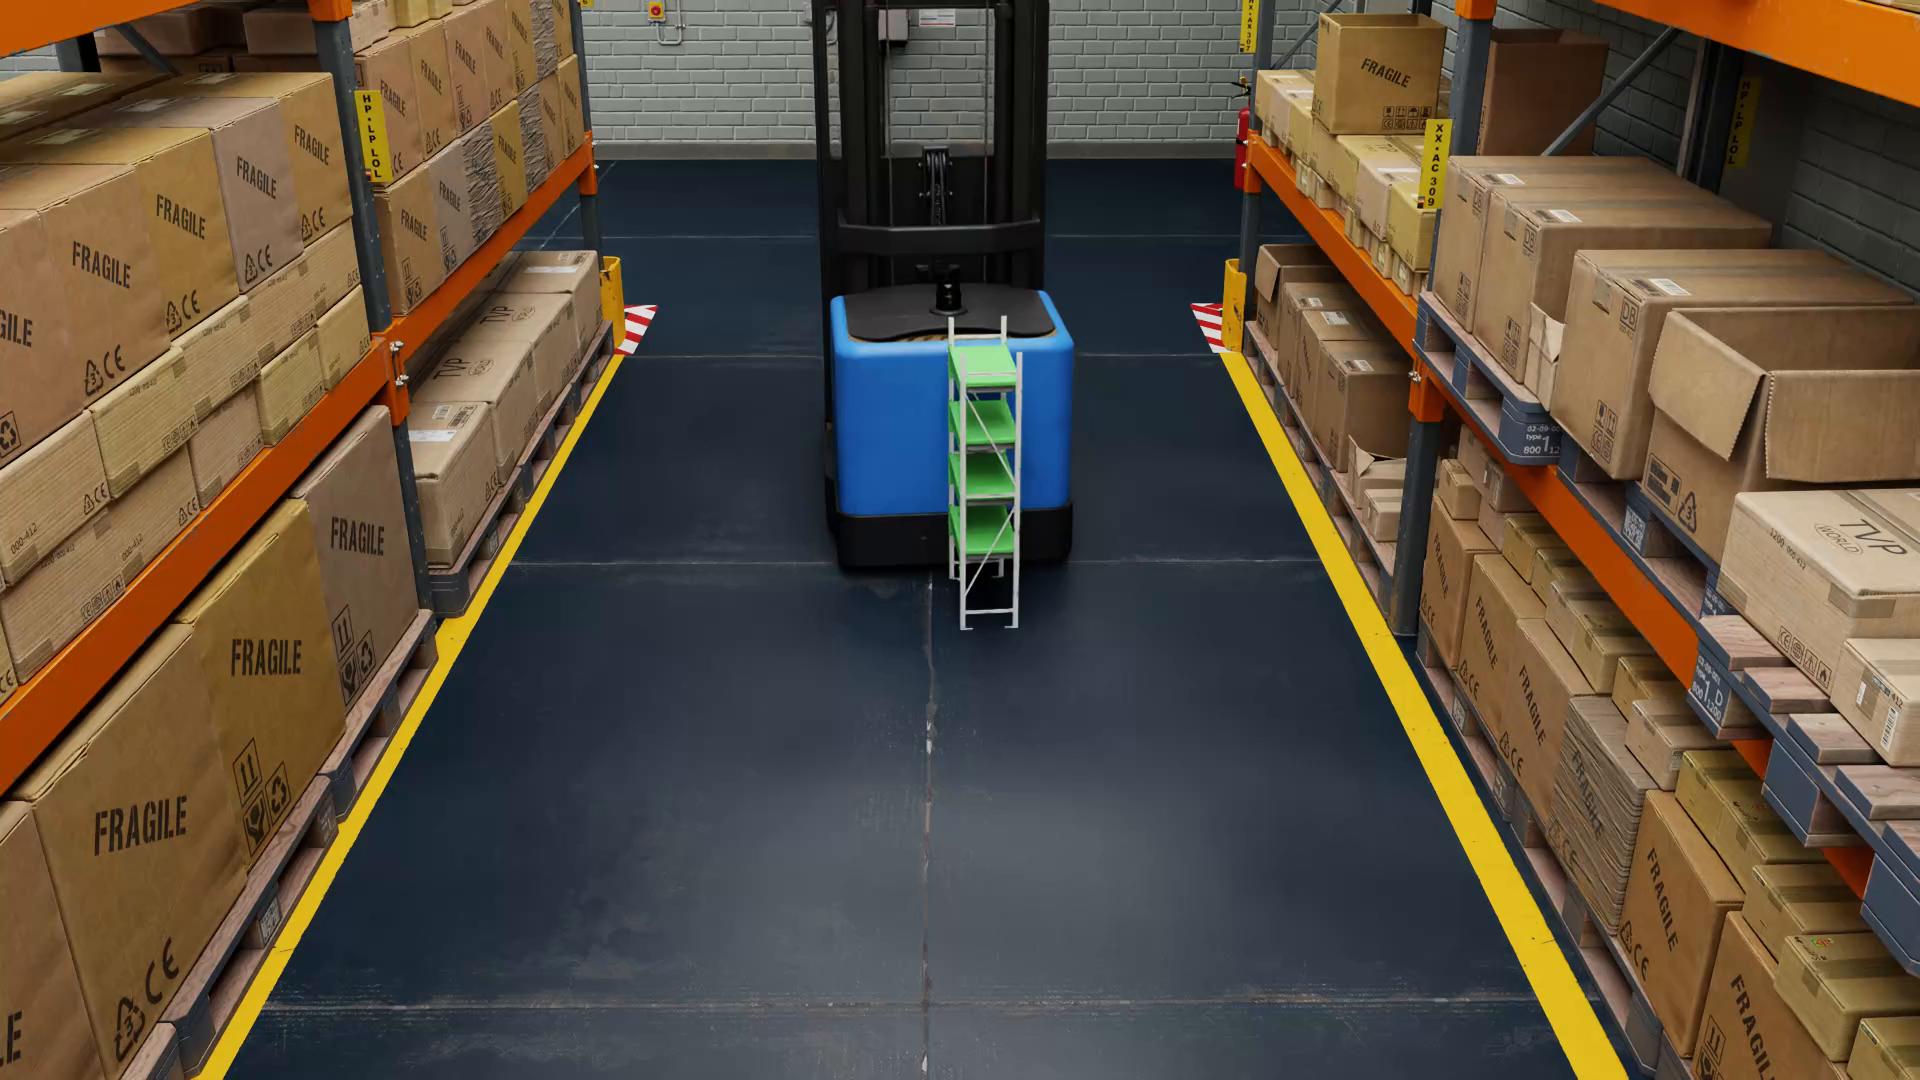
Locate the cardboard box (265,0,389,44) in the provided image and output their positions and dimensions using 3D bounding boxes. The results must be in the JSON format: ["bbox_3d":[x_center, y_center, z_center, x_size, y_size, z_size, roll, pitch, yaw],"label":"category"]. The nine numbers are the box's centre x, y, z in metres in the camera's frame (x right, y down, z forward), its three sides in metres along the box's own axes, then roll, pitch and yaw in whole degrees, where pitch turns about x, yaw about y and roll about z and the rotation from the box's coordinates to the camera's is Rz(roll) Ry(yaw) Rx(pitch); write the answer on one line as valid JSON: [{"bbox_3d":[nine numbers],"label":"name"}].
[{"bbox_3d":[-2.437,-2.000,6.410,0.380,0.149,0.250,0,24,0],"label":"cardboard box"}]

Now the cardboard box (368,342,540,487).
[{"bbox_3d":[-2.585,-0.618,8.077,0.875,0.438,0.875,-1,24,-2],"label":"cardboard box"}]

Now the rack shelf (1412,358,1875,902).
[{"bbox_3d":[2.311,0.162,4.625,1.077,0.370,4.000,0,24,-1],"label":"rack shelf"}]

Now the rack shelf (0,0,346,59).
[{"bbox_3d":[-2.653,-1.181,3.954,1.077,0.370,4.000,0,24,-1],"label":"rack shelf"}]

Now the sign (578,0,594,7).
[{"bbox_3d":[-2.175,-3.247,9.596,0.100,0.325,0.005,0,24,-1],"label":"sign"}]

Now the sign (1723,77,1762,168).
[{"bbox_3d":[2.844,-1.522,6.069,0.100,0.325,0.005,0,24,-1],"label":"sign"}]

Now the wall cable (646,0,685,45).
[{"bbox_3d":[-2.803,-5.415,14.812,0.585,1.953,0.123,0,24,-1],"label":"wall cable"}]

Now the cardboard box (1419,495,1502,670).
[{"bbox_3d":[2.069,0.158,6.285,0.500,0.500,0.500,1,24,2],"label":"cardboard box"}]

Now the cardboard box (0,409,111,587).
[{"bbox_3d":[-2.387,-0.106,3.919,0.500,0.250,0.500,0,24,-1],"label":"cardboard box"}]

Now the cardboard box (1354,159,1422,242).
[{"bbox_3d":[2.019,-1.472,7.187,0.500,0.250,0.500,0,24,0],"label":"cardboard box"}]

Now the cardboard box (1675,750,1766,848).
[{"bbox_3d":[2.120,0.675,4.354,0.380,0.149,0.250,-1,24,-1],"label":"cardboard box"}]

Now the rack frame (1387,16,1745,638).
[{"bbox_3d":[2.289,-0.990,6.299,1.000,3.000,0.127,0,24,-1],"label":"rack frame"}]

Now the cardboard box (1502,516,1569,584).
[{"bbox_3d":[2.121,0.030,5.779,0.380,0.149,0.250,-1,24,-3],"label":"cardboard box"}]

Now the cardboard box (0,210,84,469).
[{"bbox_3d":[-2.397,-0.441,3.751,0.500,0.500,0.500,0,24,1],"label":"cardboard box"}]

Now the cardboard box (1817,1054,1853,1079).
[{"bbox_3d":[2.113,1.432,3.467,0.500,0.500,0.500,0,24,1],"label":"cardboard box"}]

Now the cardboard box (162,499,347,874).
[{"bbox_3d":[-2.570,0.438,5.211,0.875,0.875,0.875,0,24,1],"label":"cardboard box"}]

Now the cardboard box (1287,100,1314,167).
[{"bbox_3d":[1.995,-2.101,8.576,0.500,0.250,0.500,-1,24,-2],"label":"cardboard box"}]

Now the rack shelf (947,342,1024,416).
[{"bbox_3d":[0.097,-0.655,6.732,0.258,0.148,0.480,-2,24,-5],"label":"rack shelf"}]

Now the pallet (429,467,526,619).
[{"bbox_3d":[-2.605,-0.009,7.515,1.003,0.211,1.213,0,24,-1],"label":"pallet"}]

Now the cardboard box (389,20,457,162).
[{"bbox_3d":[-2.437,-1.873,6.916,0.500,0.500,0.500,-1,24,-1],"label":"cardboard box"}]

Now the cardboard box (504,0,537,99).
[{"bbox_3d":[-2.438,-2.499,8.301,0.500,0.500,0.500,0,24,-1],"label":"cardboard box"}]

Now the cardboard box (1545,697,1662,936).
[{"bbox_3d":[2.085,0.797,4.872,0.500,0.500,0.500,-1,24,-2],"label":"cardboard box"}]

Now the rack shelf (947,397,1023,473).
[{"bbox_3d":[0.097,-0.436,6.831,0.258,0.148,0.480,-2,24,-5],"label":"rack shelf"}]

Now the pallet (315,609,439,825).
[{"bbox_3d":[-2.591,0.622,6.119,1.003,0.211,1.213,0,24,-1],"label":"pallet"}]

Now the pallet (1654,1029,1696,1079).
[{"bbox_3d":[2.362,1.621,3.910,1.003,0.211,1.213,0,24,-1],"label":"pallet"}]

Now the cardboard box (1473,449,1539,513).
[{"bbox_3d":[2.077,-0.218,5.967,0.380,0.149,0.250,-1,24,-3],"label":"cardboard box"}]

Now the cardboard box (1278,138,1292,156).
[{"bbox_3d":[2.023,-2.283,9.462,0.380,0.149,0.250,0,24,1],"label":"cardboard box"}]

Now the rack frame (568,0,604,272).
[{"bbox_3d":[-2.718,-2.615,9.891,1.000,3.000,0.127,0,24,-1],"label":"rack frame"}]

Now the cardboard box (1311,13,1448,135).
[{"bbox_3d":[1.997,-2.241,7.976,0.500,0.500,0.500,0,24,1],"label":"cardboard box"}]

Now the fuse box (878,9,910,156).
[{"bbox_3d":[-0.701,-4.300,15.181,0.539,1.711,0.414,0,24,-1],"label":"fuse box"}]

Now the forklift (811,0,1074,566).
[{"bbox_3d":[-0.160,-1.791,8.153,1.130,2.935,3.031,-2,24,-5],"label":"forklift"}]

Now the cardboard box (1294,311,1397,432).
[{"bbox_3d":[2.033,-0.868,8.552,0.500,0.500,0.500,0,24,0],"label":"cardboard box"}]

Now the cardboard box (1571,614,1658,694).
[{"bbox_3d":[2.104,0.349,5.076,0.380,0.149,0.250,1,24,1],"label":"cardboard box"}]

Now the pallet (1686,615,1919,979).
[{"bbox_3d":[2.255,0.467,3.311,1.213,0.211,1.003,0,24,-1],"label":"pallet"}]

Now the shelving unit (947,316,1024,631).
[{"bbox_3d":[0.097,-0.275,6.903,0.258,1.200,0.503,-2,24,-5],"label":"shelving unit"}]

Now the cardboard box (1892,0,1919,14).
[{"bbox_3d":[2.078,-1.058,2.991,0.500,0.250,0.500,0,24,0],"label":"cardboard box"}]

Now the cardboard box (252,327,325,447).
[{"bbox_3d":[-2.413,-0.504,5.407,0.500,0.250,0.500,-1,24,-1],"label":"cardboard box"}]

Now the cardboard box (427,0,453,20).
[{"bbox_3d":[-2.398,-2.317,7.112,0.380,0.149,0.250,-1,24,-2],"label":"cardboard box"}]

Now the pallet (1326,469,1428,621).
[{"bbox_3d":[2.282,-0.002,7.500,1.003,0.211,1.213,0,24,-1],"label":"pallet"}]

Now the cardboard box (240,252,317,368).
[{"bbox_3d":[-2.414,-0.739,5.320,0.500,0.250,0.500,0,24,1],"label":"cardboard box"}]

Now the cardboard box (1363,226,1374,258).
[{"bbox_3d":[2.005,-1.328,7.352,0.380,0.149,0.250,0,24,1],"label":"cardboard box"}]

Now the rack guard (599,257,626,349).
[{"bbox_3d":[-2.718,-1.485,10.428,1.175,0.500,0.348,0,24,-1],"label":"rack guard"}]

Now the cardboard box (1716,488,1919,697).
[{"bbox_3d":[1.997,0.102,3.557,0.500,0.250,0.500,-1,24,-3],"label":"cardboard box"}]

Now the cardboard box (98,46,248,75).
[{"bbox_3d":[-2.956,-1.661,6.447,0.500,0.500,0.500,0,24,-1],"label":"cardboard box"}]

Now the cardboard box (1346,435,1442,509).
[{"bbox_3d":[1.985,-0.311,7.606,0.396,0.266,0.258,1,24,1],"label":"cardboard box"}]

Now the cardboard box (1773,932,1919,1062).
[{"bbox_3d":[2.040,0.995,3.646,0.380,0.149,0.250,-1,24,-3],"label":"cardboard box"}]

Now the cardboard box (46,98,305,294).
[{"bbox_3d":[-2.406,-1.071,5.144,0.500,0.500,0.500,0,24,0],"label":"cardboard box"}]

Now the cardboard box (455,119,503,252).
[{"bbox_3d":[-2.418,-1.619,7.568,0.500,0.500,0.500,0,24,0],"label":"cardboard box"}]

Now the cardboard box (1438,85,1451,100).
[{"bbox_3d":[2.520,-2.305,9.027,0.500,0.250,0.500,0,24,0],"label":"cardboard box"}]

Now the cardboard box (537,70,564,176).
[{"bbox_3d":[-2.458,-2.256,8.976,0.500,0.500,0.500,-1,24,-2],"label":"cardboard box"}]

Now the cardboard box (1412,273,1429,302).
[{"bbox_3d":[2.033,-1.006,6.639,0.380,0.149,0.250,0,24,0],"label":"cardboard box"}]

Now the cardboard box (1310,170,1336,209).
[{"bbox_3d":[1.962,-1.748,8.279,0.380,0.149,0.250,0,24,1],"label":"cardboard box"}]

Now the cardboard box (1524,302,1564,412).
[{"bbox_3d":[1.920,-0.546,4.971,0.396,0.266,0.258,1,24,2],"label":"cardboard box"}]

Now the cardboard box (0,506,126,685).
[{"bbox_3d":[-2.408,0.120,4.027,0.500,0.250,0.500,1,24,1],"label":"cardboard box"}]

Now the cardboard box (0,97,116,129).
[{"bbox_3d":[-2.924,-1.075,5.153,0.500,0.500,0.500,0,24,-1],"label":"cardboard box"}]

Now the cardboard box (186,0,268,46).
[{"bbox_3d":[-2.891,-1.998,6.405,0.380,0.149,0.250,0,24,1],"label":"cardboard box"}]
